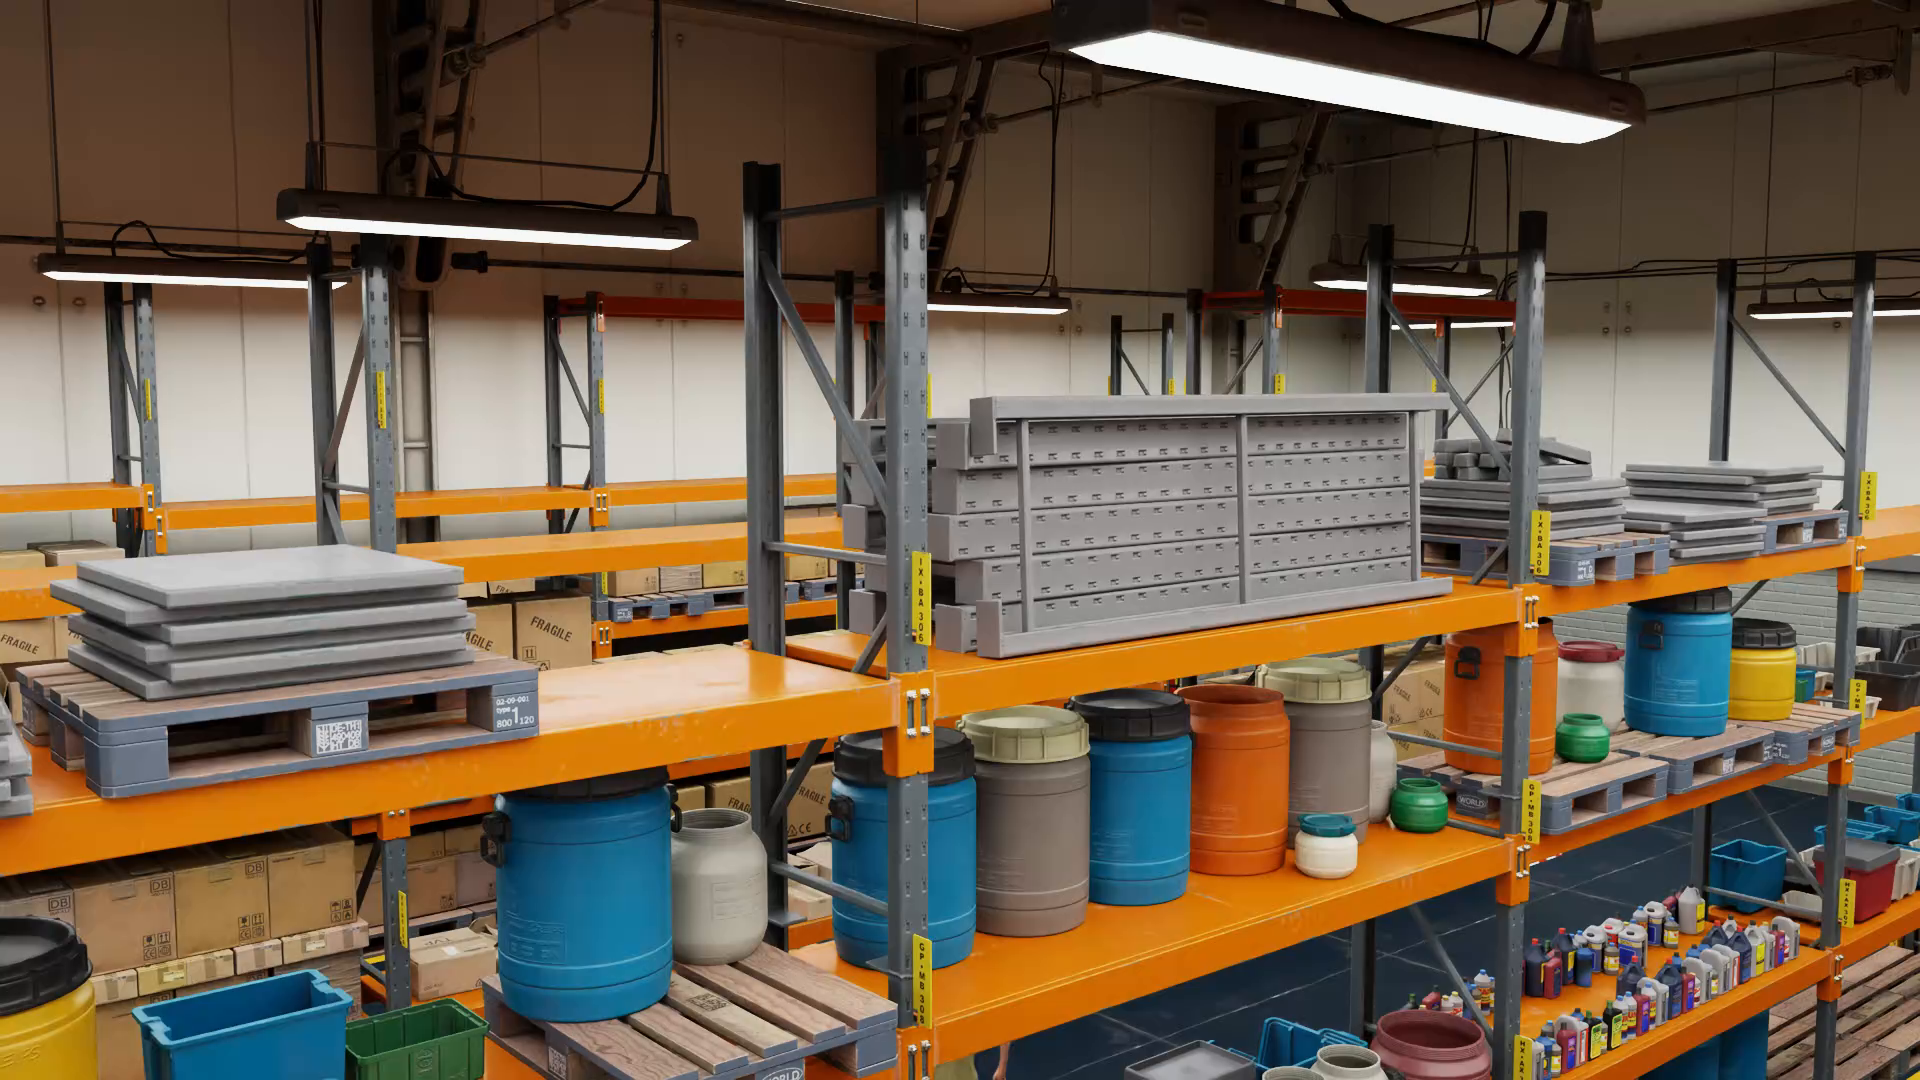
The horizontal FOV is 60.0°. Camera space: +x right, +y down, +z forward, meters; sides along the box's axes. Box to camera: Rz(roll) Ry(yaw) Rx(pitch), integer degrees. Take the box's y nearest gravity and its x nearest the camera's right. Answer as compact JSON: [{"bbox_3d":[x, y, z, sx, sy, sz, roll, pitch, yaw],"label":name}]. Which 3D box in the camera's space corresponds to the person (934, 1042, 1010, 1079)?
[{"bbox_3d":[-0.020,3.376,10.059,0.599,1.701,0.821,4,7,39],"label":"person"}]
